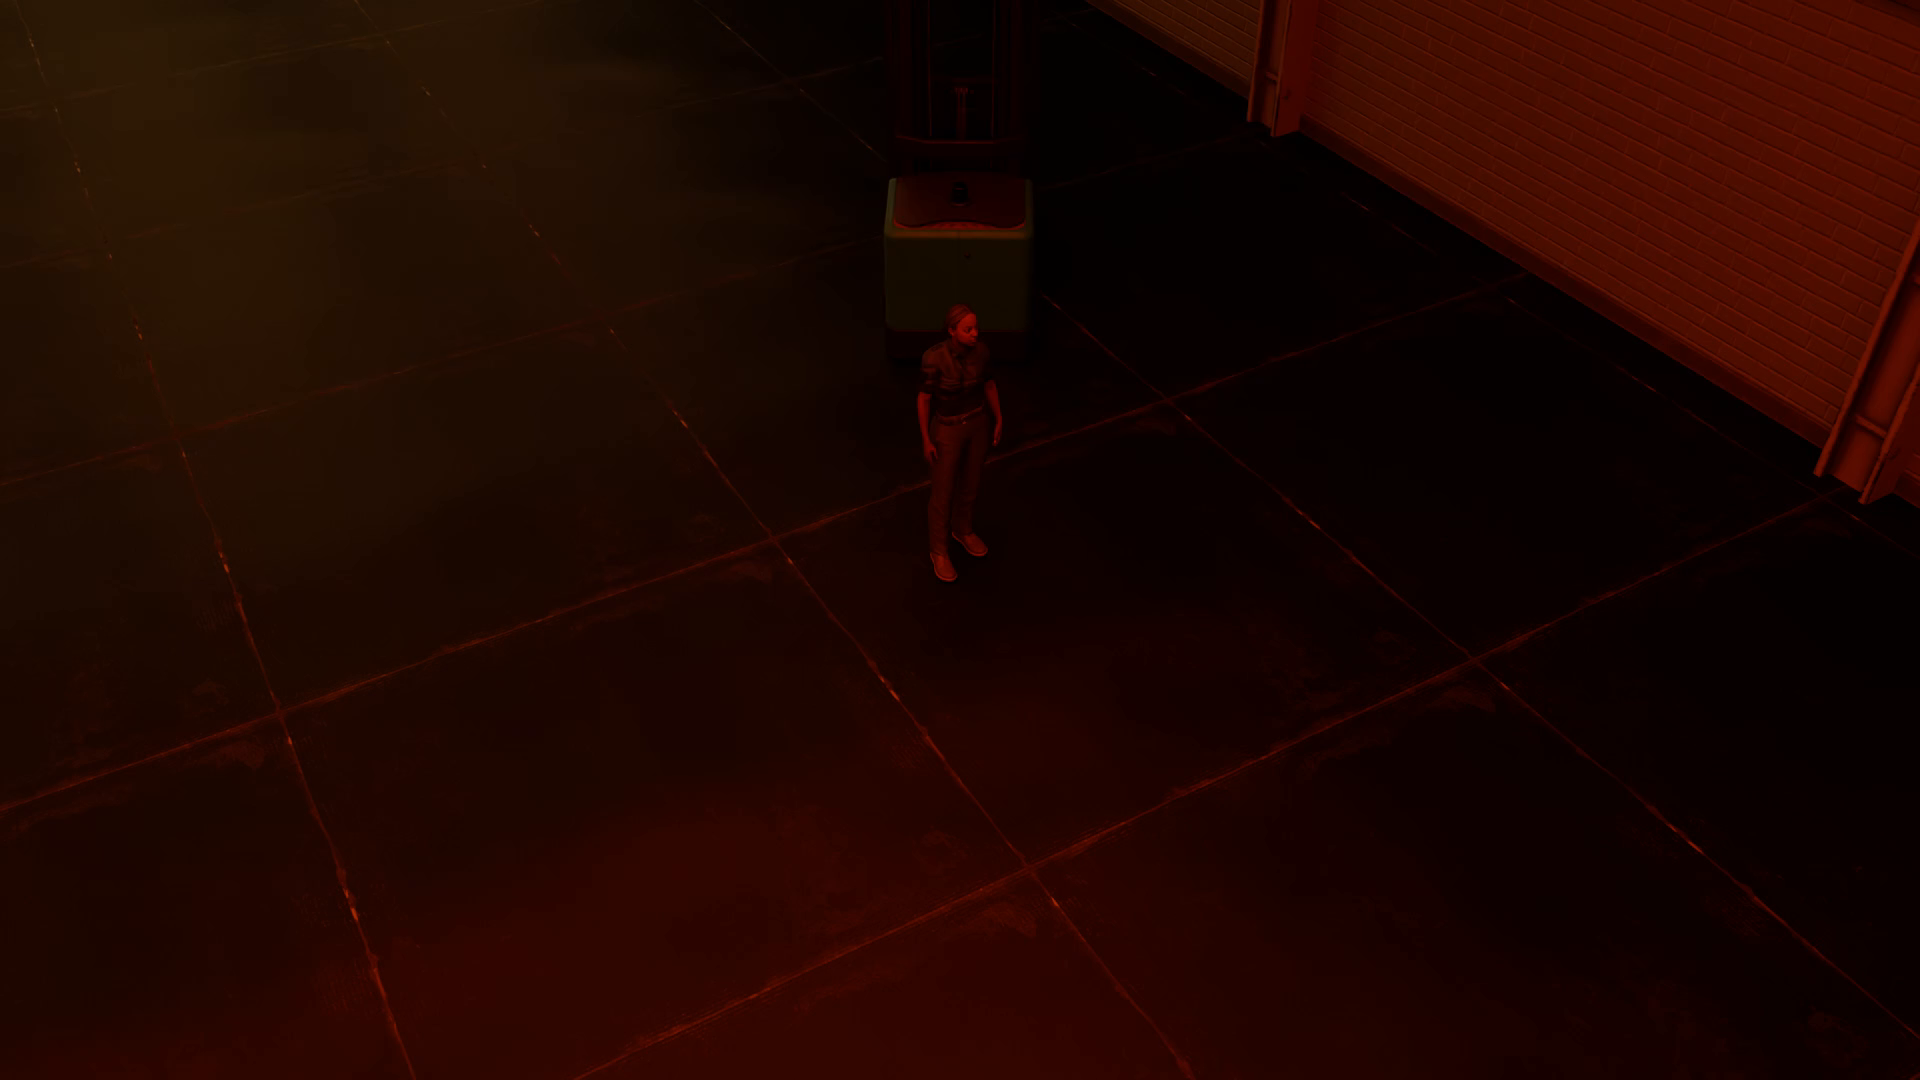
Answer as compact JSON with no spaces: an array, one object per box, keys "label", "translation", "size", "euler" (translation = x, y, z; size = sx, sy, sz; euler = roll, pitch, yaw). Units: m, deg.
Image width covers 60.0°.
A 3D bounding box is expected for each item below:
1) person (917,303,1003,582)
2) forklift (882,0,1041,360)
[{"label":"person","translation":[0.027,-0.583,9.737],"size":[0.569,1.644,0.503],"euler":[-20,44,-23]},{"label":"forklift","translation":[0.019,-3.313,12.031],"size":[1.130,2.935,3.031],"euler":[1,40,1]}]
